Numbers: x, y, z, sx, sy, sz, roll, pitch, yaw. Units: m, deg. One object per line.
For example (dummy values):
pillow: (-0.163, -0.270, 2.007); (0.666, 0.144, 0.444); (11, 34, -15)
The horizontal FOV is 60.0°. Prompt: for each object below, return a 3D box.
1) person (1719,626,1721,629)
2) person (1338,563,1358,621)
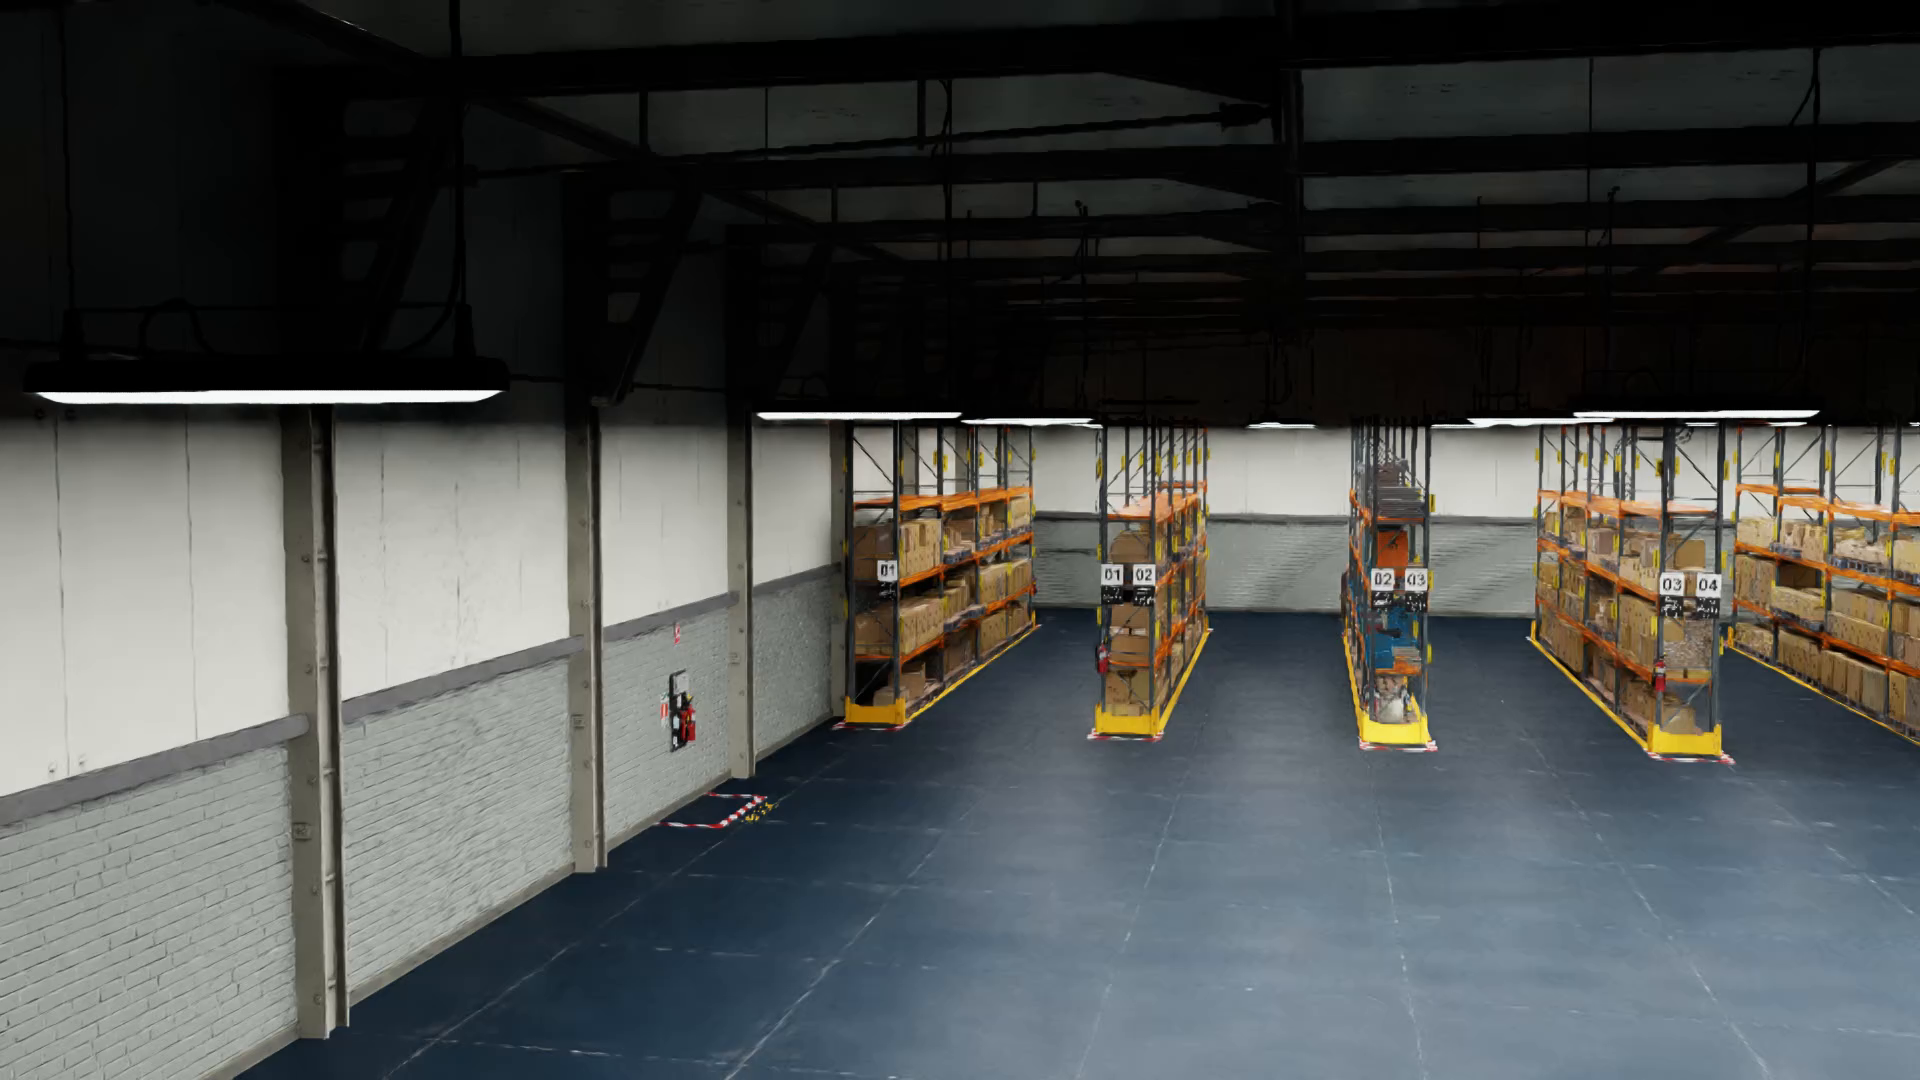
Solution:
person: (21.292, 1.812, 47.116); (0.461, 1.531, 0.867); (3, 5, 34)
person: (11.642, 1.552, 49.622); (0.611, 1.735, 1.019); (2, 4, 27)
